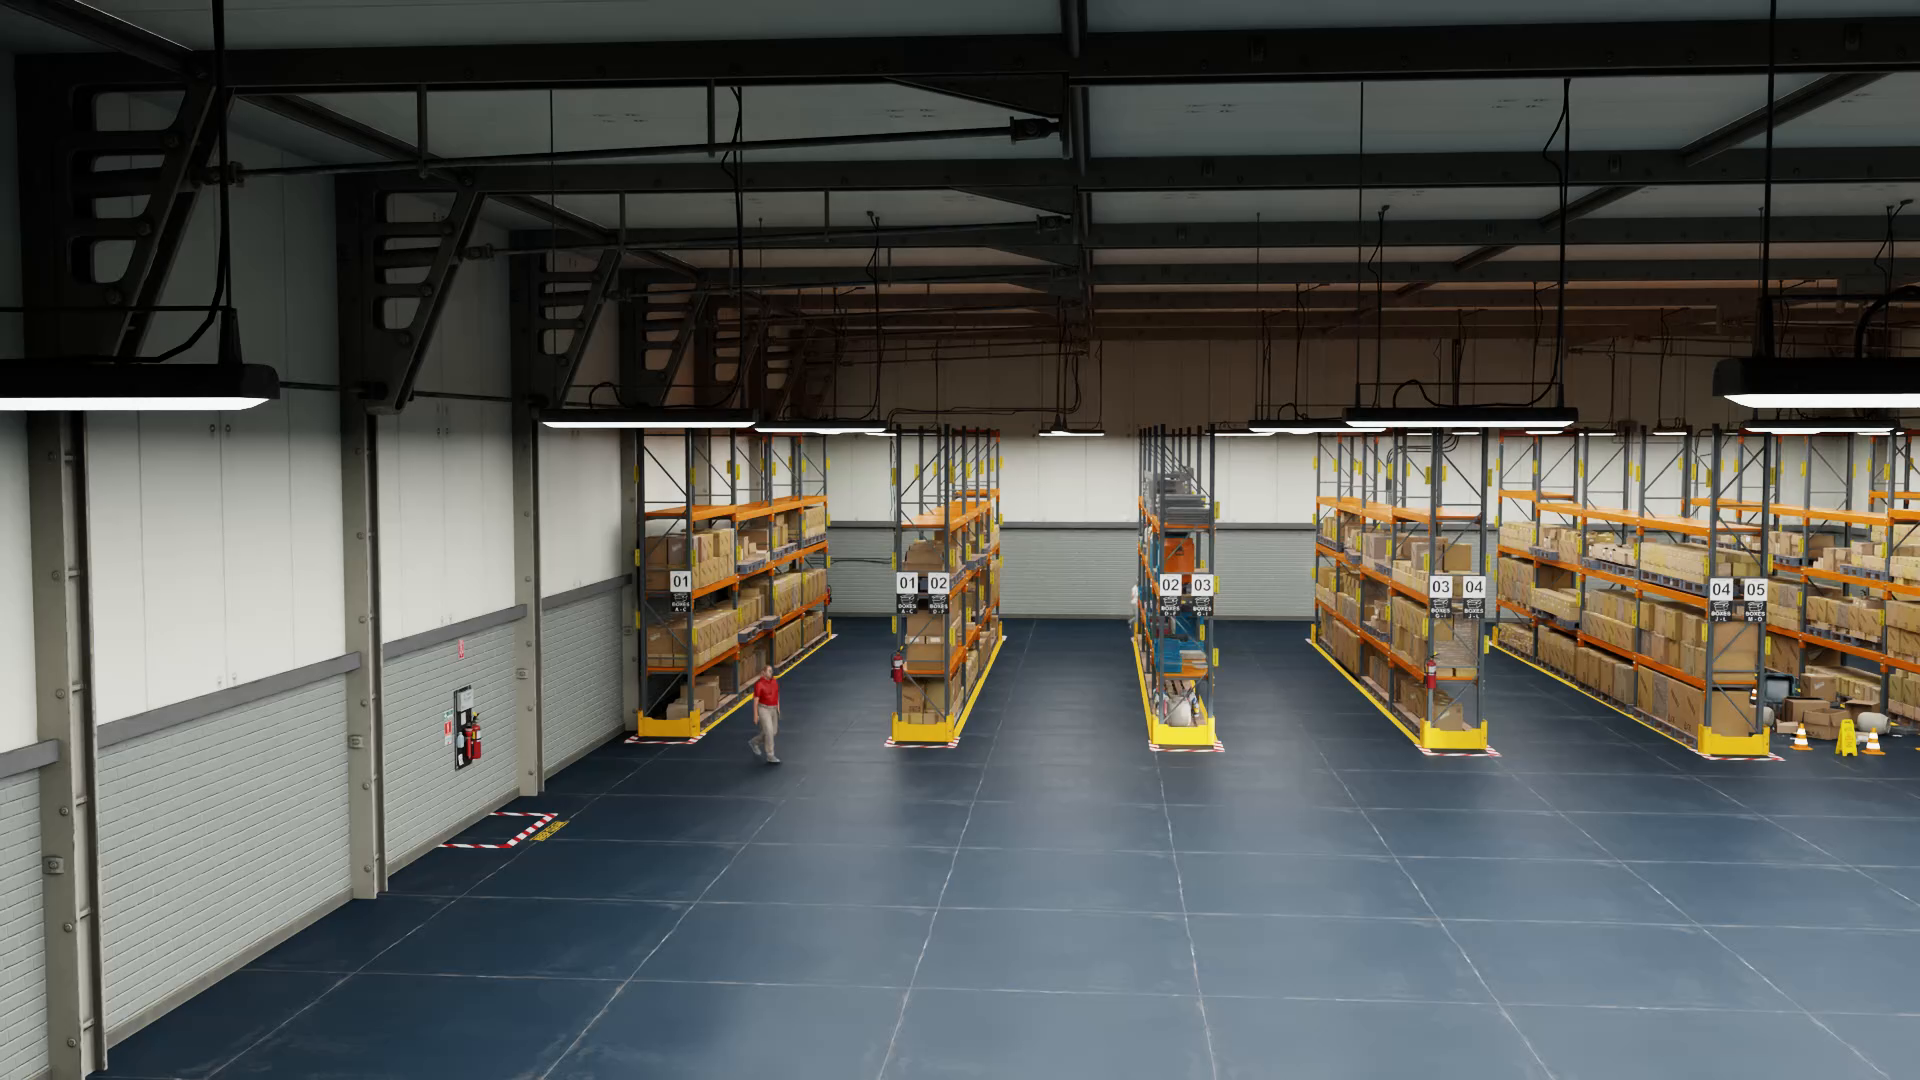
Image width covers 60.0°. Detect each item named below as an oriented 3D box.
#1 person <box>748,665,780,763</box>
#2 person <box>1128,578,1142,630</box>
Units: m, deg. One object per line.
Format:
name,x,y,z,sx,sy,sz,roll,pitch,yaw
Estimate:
person,-3.446,3.058,29.623,0.869,1.694,0.589,2,4,35
person,5.225,1.909,49.054,0.495,1.631,0.736,-3,5,-45
